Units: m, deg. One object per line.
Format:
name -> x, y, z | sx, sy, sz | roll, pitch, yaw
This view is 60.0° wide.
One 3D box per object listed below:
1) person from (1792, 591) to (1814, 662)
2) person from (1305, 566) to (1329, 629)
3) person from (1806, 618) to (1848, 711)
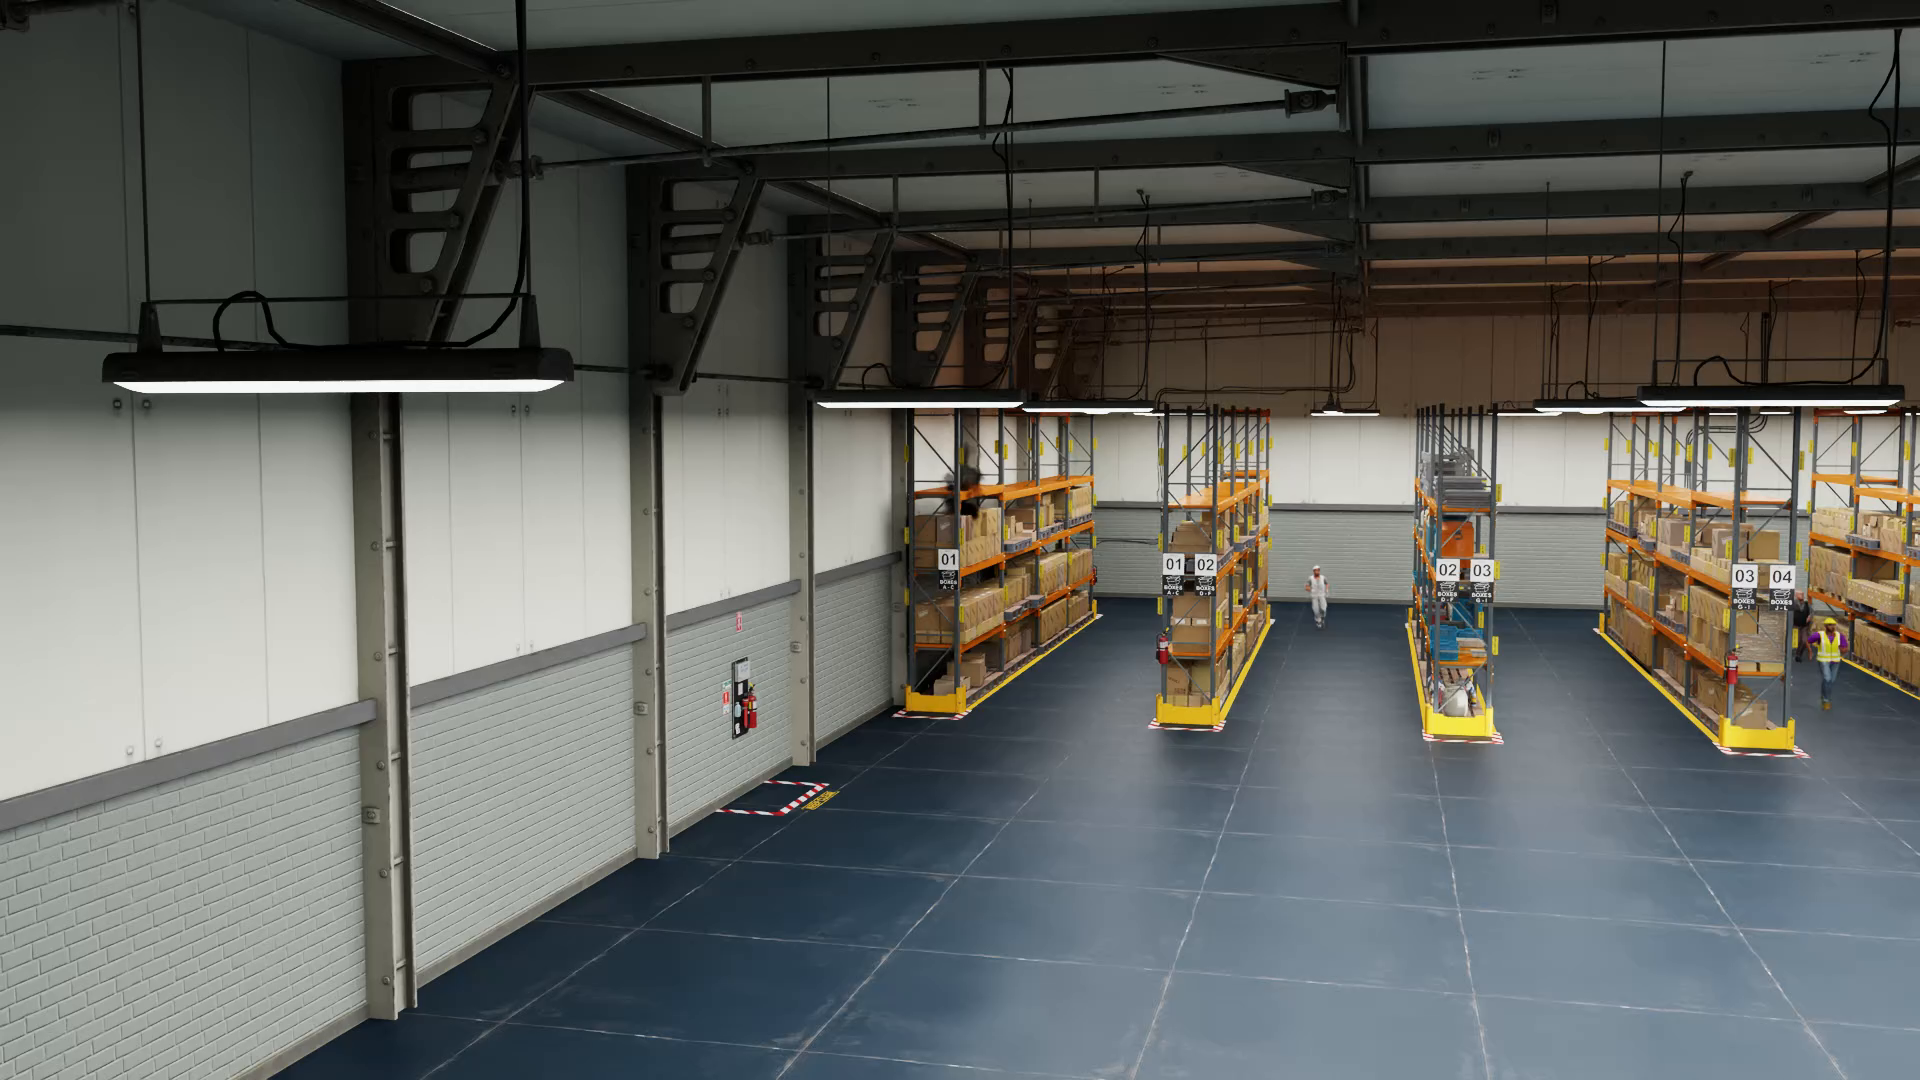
person -> 19.774, 2.033, 39.162 | 0.658, 1.681, 0.570 | 1, 4, 10
person -> 9.690, 1.558, 45.055 | 0.654, 1.736, 0.582 | 0, 4, 4
person -> 17.168, 2.445, 32.882 | 0.674, 1.828, 0.782 | 0, 4, 4
